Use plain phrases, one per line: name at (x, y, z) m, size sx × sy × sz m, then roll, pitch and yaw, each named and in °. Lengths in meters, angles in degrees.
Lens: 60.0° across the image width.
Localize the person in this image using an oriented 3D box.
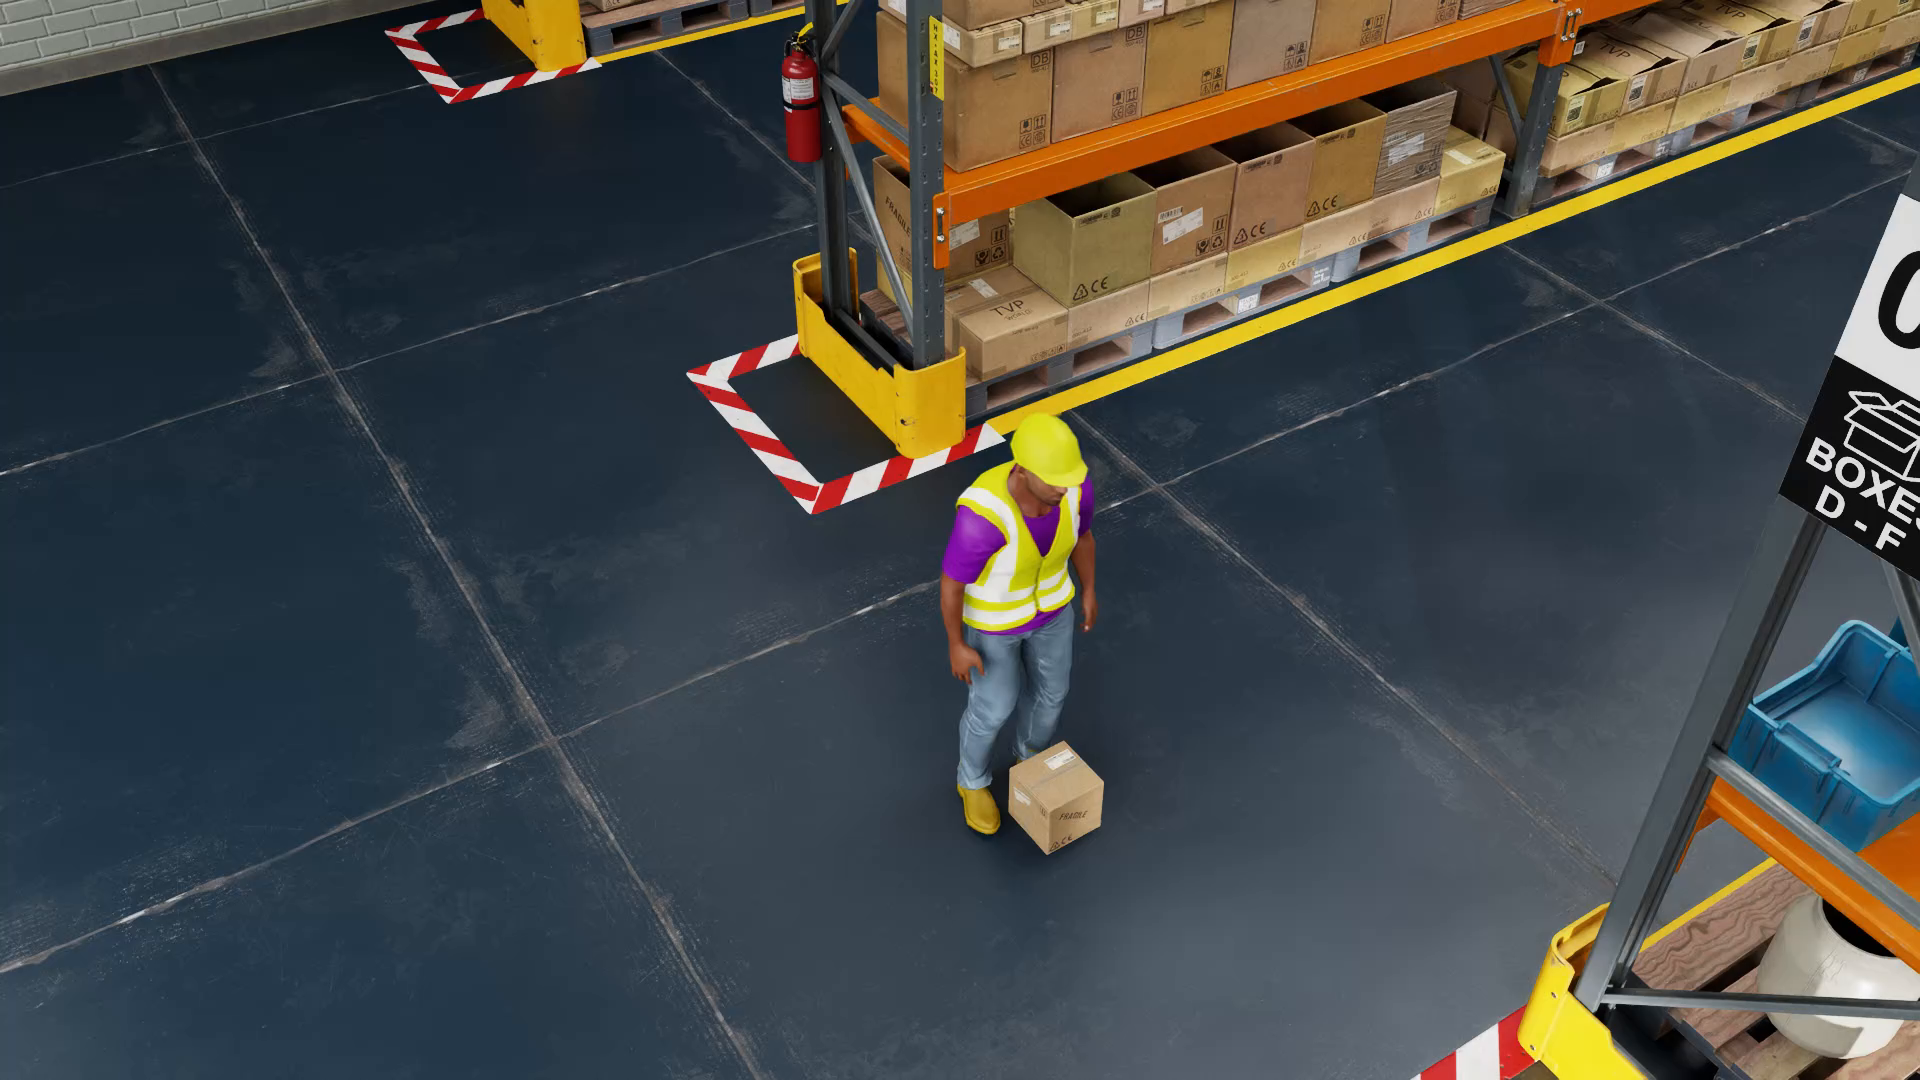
person at (0.223, 0.266, 5.833) m, size 0.627 × 1.761 × 0.460 m, roll -23°, pitch 45°, yaw -24°
